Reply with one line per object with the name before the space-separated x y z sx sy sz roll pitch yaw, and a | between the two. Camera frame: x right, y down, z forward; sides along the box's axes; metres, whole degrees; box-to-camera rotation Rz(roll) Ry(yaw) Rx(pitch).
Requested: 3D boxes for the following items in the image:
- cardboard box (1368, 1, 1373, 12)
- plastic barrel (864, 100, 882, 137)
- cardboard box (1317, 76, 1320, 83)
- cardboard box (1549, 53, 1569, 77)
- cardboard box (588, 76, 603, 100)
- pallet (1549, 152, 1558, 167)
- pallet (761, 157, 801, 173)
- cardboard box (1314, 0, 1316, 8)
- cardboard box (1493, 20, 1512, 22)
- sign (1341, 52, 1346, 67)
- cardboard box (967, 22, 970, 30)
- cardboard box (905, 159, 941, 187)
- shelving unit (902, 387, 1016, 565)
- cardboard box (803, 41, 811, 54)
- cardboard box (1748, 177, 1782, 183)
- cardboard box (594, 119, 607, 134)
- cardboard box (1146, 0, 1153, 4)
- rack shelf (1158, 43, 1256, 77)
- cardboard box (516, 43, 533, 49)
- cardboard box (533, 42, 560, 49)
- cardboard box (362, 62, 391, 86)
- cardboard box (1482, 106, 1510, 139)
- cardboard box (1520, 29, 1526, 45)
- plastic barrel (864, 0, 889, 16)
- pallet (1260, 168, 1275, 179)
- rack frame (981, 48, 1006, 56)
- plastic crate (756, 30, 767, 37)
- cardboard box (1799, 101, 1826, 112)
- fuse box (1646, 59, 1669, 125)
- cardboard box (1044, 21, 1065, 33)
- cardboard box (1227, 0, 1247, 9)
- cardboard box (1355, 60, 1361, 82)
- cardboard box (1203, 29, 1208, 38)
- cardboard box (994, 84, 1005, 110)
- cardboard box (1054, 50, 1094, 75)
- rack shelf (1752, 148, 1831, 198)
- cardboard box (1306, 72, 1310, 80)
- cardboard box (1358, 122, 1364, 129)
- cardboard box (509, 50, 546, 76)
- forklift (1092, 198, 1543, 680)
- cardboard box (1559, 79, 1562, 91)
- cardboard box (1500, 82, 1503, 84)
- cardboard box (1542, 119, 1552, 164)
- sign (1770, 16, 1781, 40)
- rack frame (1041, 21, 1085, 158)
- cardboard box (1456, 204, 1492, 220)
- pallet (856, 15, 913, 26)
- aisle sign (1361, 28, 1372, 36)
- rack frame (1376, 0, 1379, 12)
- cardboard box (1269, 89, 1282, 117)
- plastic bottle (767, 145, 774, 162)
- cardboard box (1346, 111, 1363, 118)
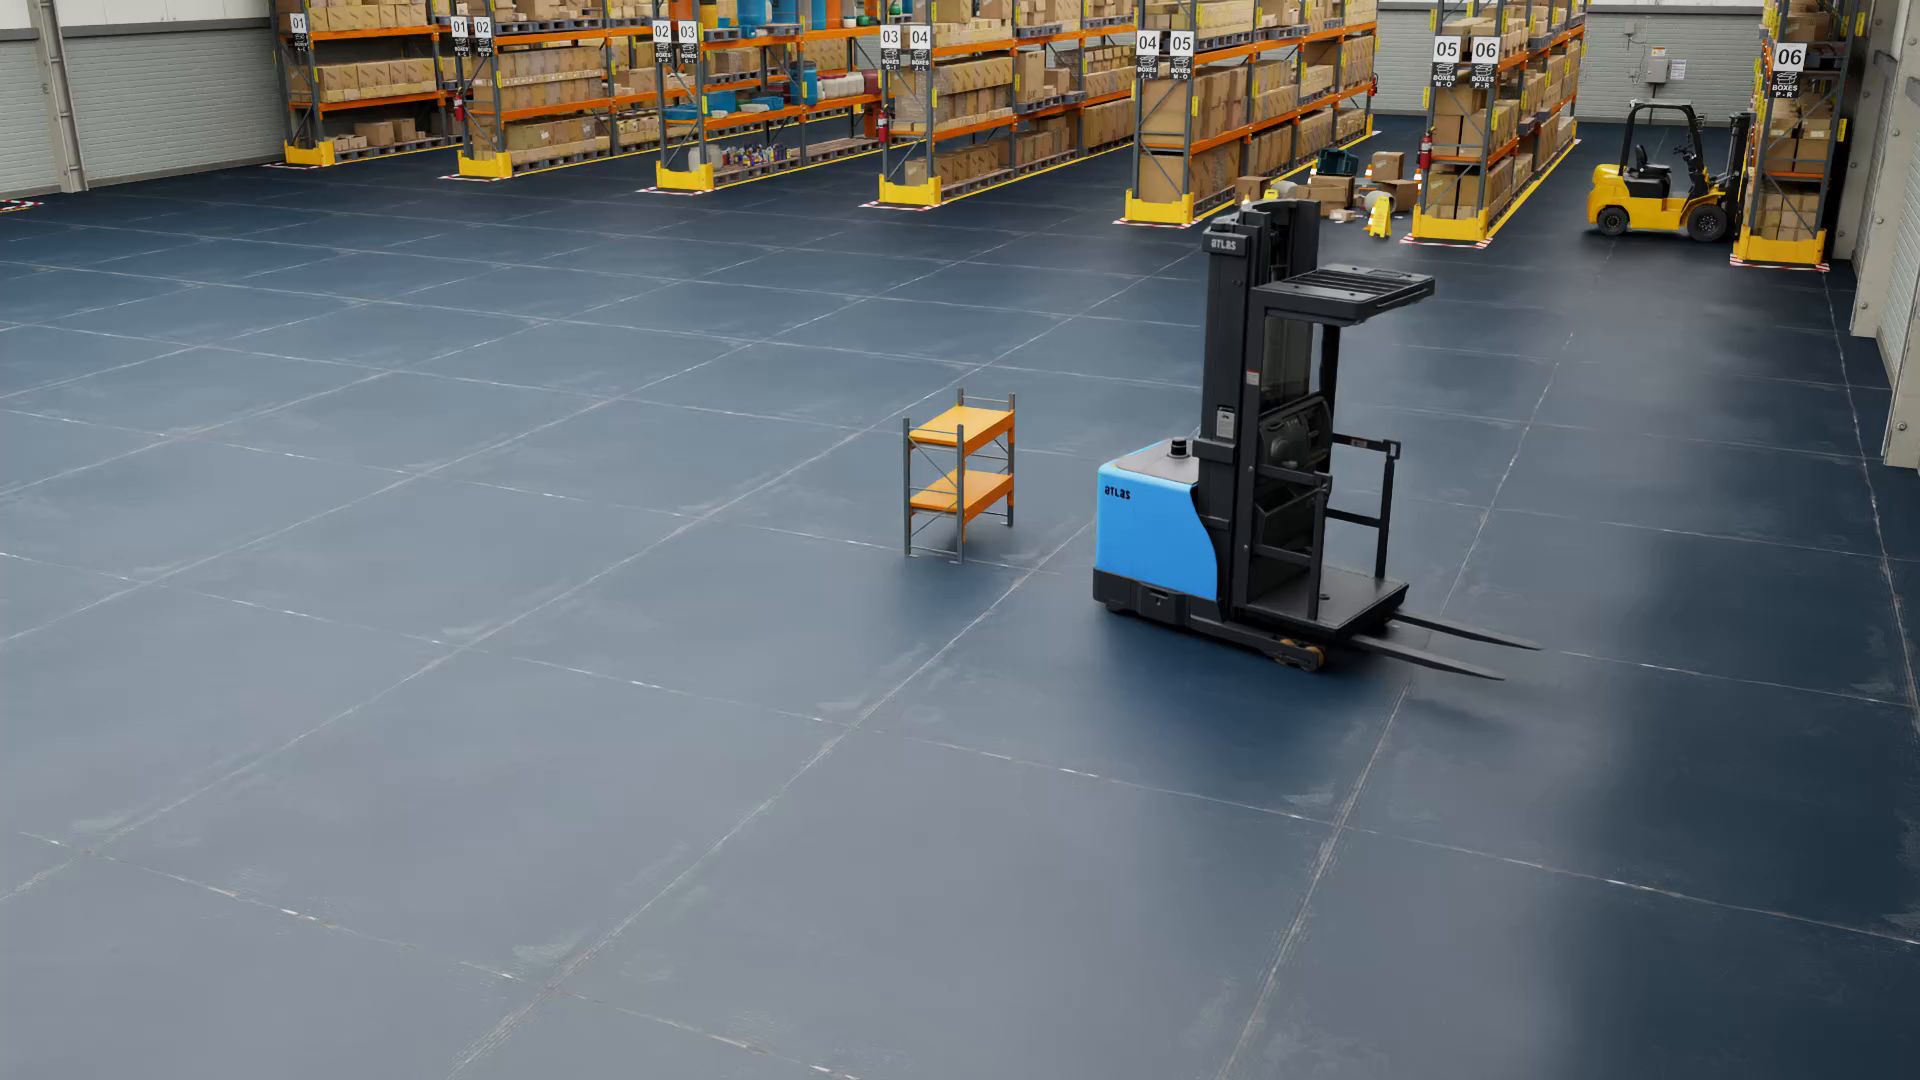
cardboard box | 9.899 -13.193 41.090 0.500 0.250 0.500 8 21 21
plastic barrel | -2.030 -10.220 40.341 0.600 0.830 0.708 9 21 23
cardboard box | 7.907 -10.392 37.517 0.380 0.149 0.250 9 21 23
cardboard box | 13.399 -10.707 37.456 0.500 0.500 0.500 9 21 23
cardboard box | -8.546 -10.261 37.696 0.700 0.500 0.500 8 21 21
pallet | 12.736 -8.516 37.099 1.003 0.211 1.213 9 21 23
pallet | -4.165 -8.156 36.088 1.003 0.211 1.213 9 21 23
cardboard box | 7.485 -11.649 35.981 0.396 0.266 0.258 9 21 23
cardboard box | 9.364 -8.854 28.596 0.380 0.149 0.250 8 21 22
sign | 8.934 -11.195 38.742 0.100 0.325 0.005 9 21 23
cardboard box | -0.025 -9.826 31.774 0.380 0.149 0.250 8 21 22
cardboard box | -0.701 -6.976 31.712 0.500 0.500 0.500 13 23 33
shelving unit | 0.003 -0.532 13.286 0.538 1.125 1.048 9 21 23
cardboard box | -4.433 -13.578 45.529 0.500 0.500 0.500 8 21 21
cardboard box | 13.119 -5.751 27.148 0.500 0.250 0.500 8 21 22
cardboard box | -8.465 -9.680 38.852 0.500 0.311 0.500 9 21 23
cardboard box | 4.432 -13.552 41.698 0.700 0.500 0.500 10 22 25
rack shelf | 4.331 -8.742 30.170 1.077 0.370 4.000 9 21 23
cardboard box | -11.303 -12.976 43.737 0.500 0.250 0.500 9 22 24
cardboard box | -10.820 -12.914 43.563 0.500 0.250 0.500 9 22 24
cardboard box | -13.430 -10.669 38.068 0.500 0.500 0.500 9 22 24
cardboard box | 9.134 -7.173 28.568 0.500 0.500 0.500 8 21 22
cardboard box | 9.566 -8.787 29.003 0.500 0.250 0.500 8 21 22
plastic barrel | -1.979 -12.879 39.463 0.600 0.830 0.708 9 21 23
pallet | 5.895 -7.585 34.483 1.003 0.211 1.213 9 21 23
rack frame | 1.062 -13.338 46.497 1.000 3.000 0.127 9 21 23
plastic crate | -4.141 -10.413 34.188 0.243 0.136 0.396 9 21 23
cardboard box | 14.242 -7.233 27.770 0.380 0.149 0.250 8 21 21
fuse box | 18.766 -12.086 44.899 0.539 1.711 0.414 9 21 23
cardboard box | 1.934 -11.070 35.867 0.500 0.250 0.500 9 22 24
cardboard box | 5.084 -9.885 30.720 0.380 0.149 0.250 9 21 23
cardboard box | 9.487 -11.498 40.729 0.500 0.500 0.500 10 22 25
cardboard box | 4.049 -8.735 28.675 0.380 0.149 0.250 9 21 23
cardboard box | 0.426 -9.048 33.842 0.875 0.500 0.500 9 21 23
cardboard box | 2.619 -10.954 38.147 0.797 0.503 0.637 9 22 25
rack shelf | 13.418 -6.000 26.937 1.077 0.370 4.000 9 21 23
cardboard box | 7.475 -10.214 36.572 0.380 0.149 0.250 8 21 20
cardboard box | 10.026 -10.520 42.200 0.380 0.149 0.250 9 22 24
cardboard box | -9.367 -10.259 35.754 0.700 0.500 0.500 9 21 23
forklift | 2.423 -0.708 11.086 3.031 2.935 1.130 15 25 37
cardboard box | 13.025 -10.073 36.793 0.500 0.250 0.500 9 21 23
cardboard box | 9.889 -8.340 31.223 0.500 0.500 0.500 9 21 23
cardboard box | 12.073 -8.522 35.499 0.875 0.875 0.875 9 21 23
sign | 12.110 -7.600 24.681 0.100 0.325 0.005 9 21 23
rack frame | 2.304 -10.213 37.710 1.000 3.000 0.127 9 21 23
cardboard box | 8.652 -5.519 27.987 0.500 0.250 0.500 8 21 22
pallet | -1.812 -12.437 39.770 1.003 0.211 1.213 9 21 23
aisle sign | 10.368 -13.153 42.097 0.394 0.787 0.004 9 21 23
rack frame | 10.064 -14.774 41.581 1.000 3.000 0.127 9 21 23
cardboard box | 6.232 -8.912 33.902 0.500 0.500 0.500 9 21 24
plastic bottle | -4.064 -8.235 35.445 0.144 0.351 0.185 8 21 22
cardboard box | 9.933 -10.720 41.875 0.380 0.149 0.250 8 21 21
